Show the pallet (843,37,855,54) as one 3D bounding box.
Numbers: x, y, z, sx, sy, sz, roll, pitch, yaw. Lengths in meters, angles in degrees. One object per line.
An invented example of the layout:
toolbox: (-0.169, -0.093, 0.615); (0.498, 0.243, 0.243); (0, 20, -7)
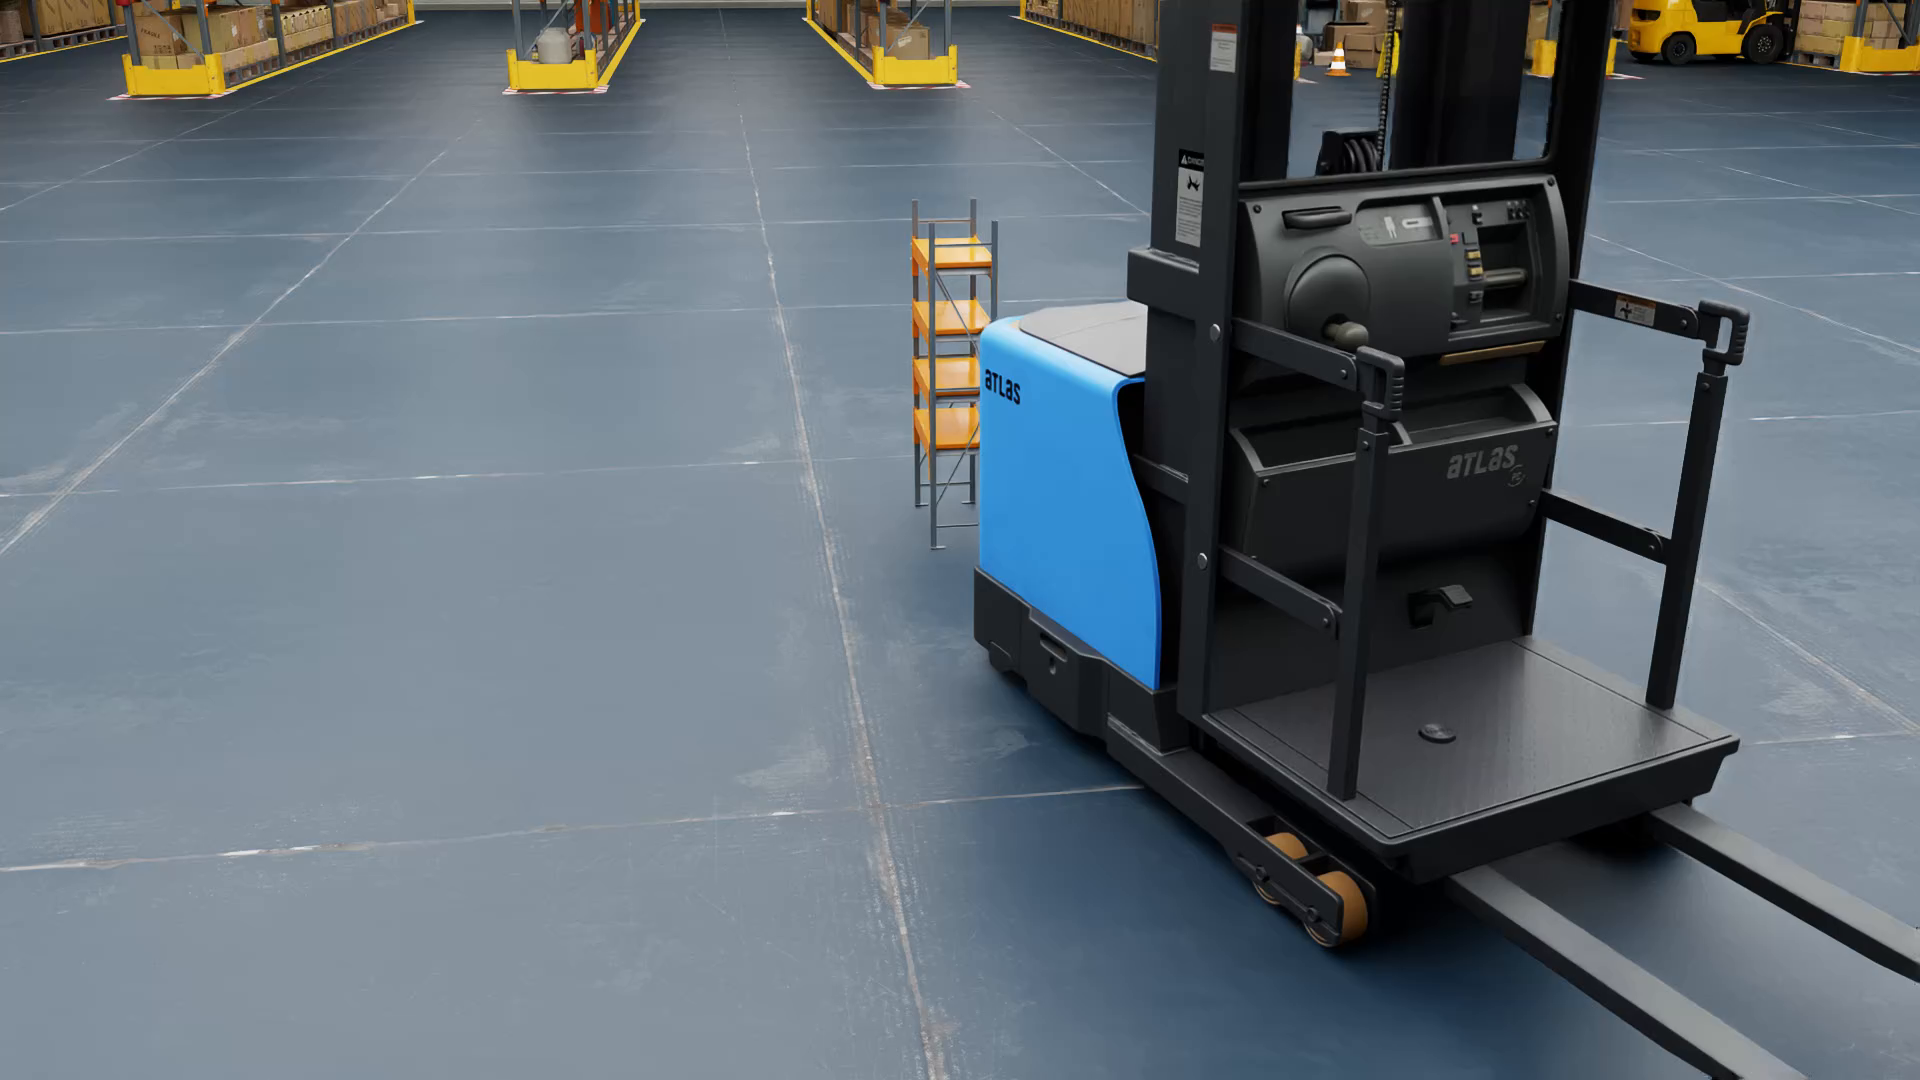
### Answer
pallet: (-1.494, -8.636, 29.037); (1.003, 0.211, 1.213); (-3, 21, -8)

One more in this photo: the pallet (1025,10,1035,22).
pallet: (2.084, -12.004, 38.054); (1.003, 0.211, 1.213); (-3, 21, -8)

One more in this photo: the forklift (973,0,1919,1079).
forklift: (1.161, -0.633, 3.721); (1.130, 2.935, 3.031); (-10, 23, -25)

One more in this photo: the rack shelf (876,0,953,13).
rack shelf: (-0.913, -8.220, 24.966); (1.077, 0.370, 4.000); (-3, 21, -8)

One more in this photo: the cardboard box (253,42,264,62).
cardboard box: (-10.573, -7.164, 24.441); (0.500, 0.250, 0.500); (-3, 21, -8)

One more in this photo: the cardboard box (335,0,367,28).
cardboard box: (-11.669, -10.055, 31.794); (0.500, 0.500, 0.500); (-3, 21, -7)

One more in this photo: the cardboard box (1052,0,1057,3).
cardboard box: (2.183, -11.571, 35.534); (0.380, 0.149, 0.250); (-3, 21, -7)

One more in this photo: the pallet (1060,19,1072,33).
pallet: (2.682, -10.659, 34.453); (1.003, 0.211, 1.213); (-3, 21, -8)

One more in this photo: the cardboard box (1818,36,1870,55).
cardboard box: (13.712, -7.672, 25.799); (0.500, 0.250, 0.500); (-3, 21, -7)

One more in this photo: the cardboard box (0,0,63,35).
cardboard box: (-16.459, -9.336, 29.398); (0.750, 0.750, 0.750); (-3, 21, -8)

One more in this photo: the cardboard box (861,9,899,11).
cardboard box: (-1.400, -8.858, 28.590); (0.700, 0.500, 0.500); (-5, 21, -12)

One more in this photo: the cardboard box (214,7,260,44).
cardboard box: (-10.585, -7.515, 24.308); (0.500, 0.500, 0.500); (-3, 21, -8)

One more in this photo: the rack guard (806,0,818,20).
rack guard: (-2.935, -12.242, 38.278); (1.175, 0.500, 0.348); (-3, 21, -8)

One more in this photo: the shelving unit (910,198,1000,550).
shelving unit: (-0.024, -0.619, 6.160); (0.258, 1.200, 0.503); (-3, 21, -8)

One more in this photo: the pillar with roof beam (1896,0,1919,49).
pillar with roof beam: (10.624, -11.496, 24.135); (9.100, 9.000, 0.400); (-3, 21, -8)

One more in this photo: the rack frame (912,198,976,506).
rack frame: (-0.059, -0.704, 6.386); (0.240, 1.200, 0.015); (-3, 21, -8)

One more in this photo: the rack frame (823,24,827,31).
rack frame: (-2.355, -12.020, 34.110); (1.000, 3.000, 0.127); (-3, 21, -8)

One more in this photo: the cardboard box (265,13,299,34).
cardboard box: (-10.885, -8.252, 26.551); (0.500, 0.311, 0.500); (-3, 21, -8)

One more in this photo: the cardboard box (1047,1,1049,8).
cardboard box: (2.105, -11.692, 36.283); (0.380, 0.149, 0.250); (-2, 21, -6)

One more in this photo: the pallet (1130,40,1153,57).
pallet: (3.535, -8.422, 28.464); (1.003, 0.211, 1.213); (-3, 21, -8)

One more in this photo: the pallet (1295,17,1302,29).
pallet: (7.637, -10.950, 35.232); (1.003, 0.211, 1.213); (-3, 21, -8)

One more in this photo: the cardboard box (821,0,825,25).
cardboard box: (-2.113, -10.691, 32.990); (1.225, 0.875, 0.875); (-4, 21, -10)

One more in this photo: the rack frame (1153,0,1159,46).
rack frame: (3.721, -9.465, 27.271); (1.000, 3.000, 0.127); (-3, 21, -8)

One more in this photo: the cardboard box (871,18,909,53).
cardboard box: (-1.093, -7.937, 26.152); (0.500, 0.500, 0.500); (4, 21, 9)

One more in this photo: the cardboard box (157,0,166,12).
cardboard box: (-17.436, -11.443, 35.540); (0.700, 0.500, 0.500); (-3, 21, -8)

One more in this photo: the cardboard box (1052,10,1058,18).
cardboard box: (2.174, -11.215, 35.429); (0.380, 0.149, 0.250); (-3, 21, -7)

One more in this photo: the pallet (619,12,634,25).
pallet: (-7.752, -11.561, 36.868); (1.003, 0.211, 1.213); (-3, 21, -8)

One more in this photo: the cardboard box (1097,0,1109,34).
cardboard box: (3.143, -9.777, 30.722); (1.050, 0.750, 0.750); (-3, 21, -8)

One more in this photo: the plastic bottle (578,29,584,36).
plastic bottle: (-5.867, -7.749, 25.835); (0.144, 0.351, 0.185); (-3, 21, -8)

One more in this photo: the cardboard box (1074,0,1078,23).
cardboard box: (2.579, -10.627, 33.356); (0.500, 0.500, 0.500); (-3, 21, -7)

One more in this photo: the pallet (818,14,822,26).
pallet: (-2.566, -11.404, 36.447); (1.003, 0.211, 1.213); (-3, 21, -8)

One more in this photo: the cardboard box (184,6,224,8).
cardboard box: (-11.168, -7.662, 24.702); (0.500, 0.500, 0.500); (-3, 21, -8)

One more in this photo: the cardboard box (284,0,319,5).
cardboard box: (-11.961, -9.854, 30.184); (0.500, 0.250, 0.500); (-2, 21, -6)

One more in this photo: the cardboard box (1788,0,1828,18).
cardboard box: (13.556, -8.488, 26.555); (0.500, 0.250, 0.500); (-3, 21, -7)

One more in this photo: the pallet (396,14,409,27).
pallet: (-12.608, -11.297, 36.163); (1.003, 0.211, 1.213); (-3, 21, -8)

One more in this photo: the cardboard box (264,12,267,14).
cardboard box: (-11.498, -8.401, 26.951); (0.500, 0.311, 0.500); (-3, 21, -8)

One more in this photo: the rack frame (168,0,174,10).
rack frame: (-17.636, -12.655, 35.812); (1.000, 3.000, 0.127); (-3, 21, -8)

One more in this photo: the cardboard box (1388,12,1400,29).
cardboard box: (8.318, -9.386, 30.215); (0.950, 0.372, 0.625); (-2, 21, -6)

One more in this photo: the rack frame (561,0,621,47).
rack frame: (-6.679, -10.385, 29.734); (1.000, 3.000, 0.127); (-3, 21, -8)

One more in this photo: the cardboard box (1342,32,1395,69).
cardboard box: (6.423, -7.676, 26.048); (0.637, 0.503, 0.797); (17, 27, 39)

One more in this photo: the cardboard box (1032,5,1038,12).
cardboard box: (1.840, -12.017, 37.578); (0.380, 0.149, 0.250); (-3, 21, -7)

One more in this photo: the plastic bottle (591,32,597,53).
plastic bottle: (-5.697, -7.690, 25.676); (0.144, 0.351, 0.185); (-4, 21, -10)

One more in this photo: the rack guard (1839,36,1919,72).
rack guard: (14.096, -7.437, 25.413); (1.175, 0.500, 0.348); (-3, 21, -8)

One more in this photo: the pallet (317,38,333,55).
pallet: (-11.502, -8.543, 28.788); (1.003, 0.211, 1.213); (-3, 21, -8)

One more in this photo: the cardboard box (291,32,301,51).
cardboard box: (-10.890, -7.989, 26.649); (0.500, 0.250, 0.500); (-2, 21, -6)

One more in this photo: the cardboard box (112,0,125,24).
cardboard box: (-17.066, -10.560, 33.175); (0.700, 0.500, 0.500); (-3, 21, -7)
